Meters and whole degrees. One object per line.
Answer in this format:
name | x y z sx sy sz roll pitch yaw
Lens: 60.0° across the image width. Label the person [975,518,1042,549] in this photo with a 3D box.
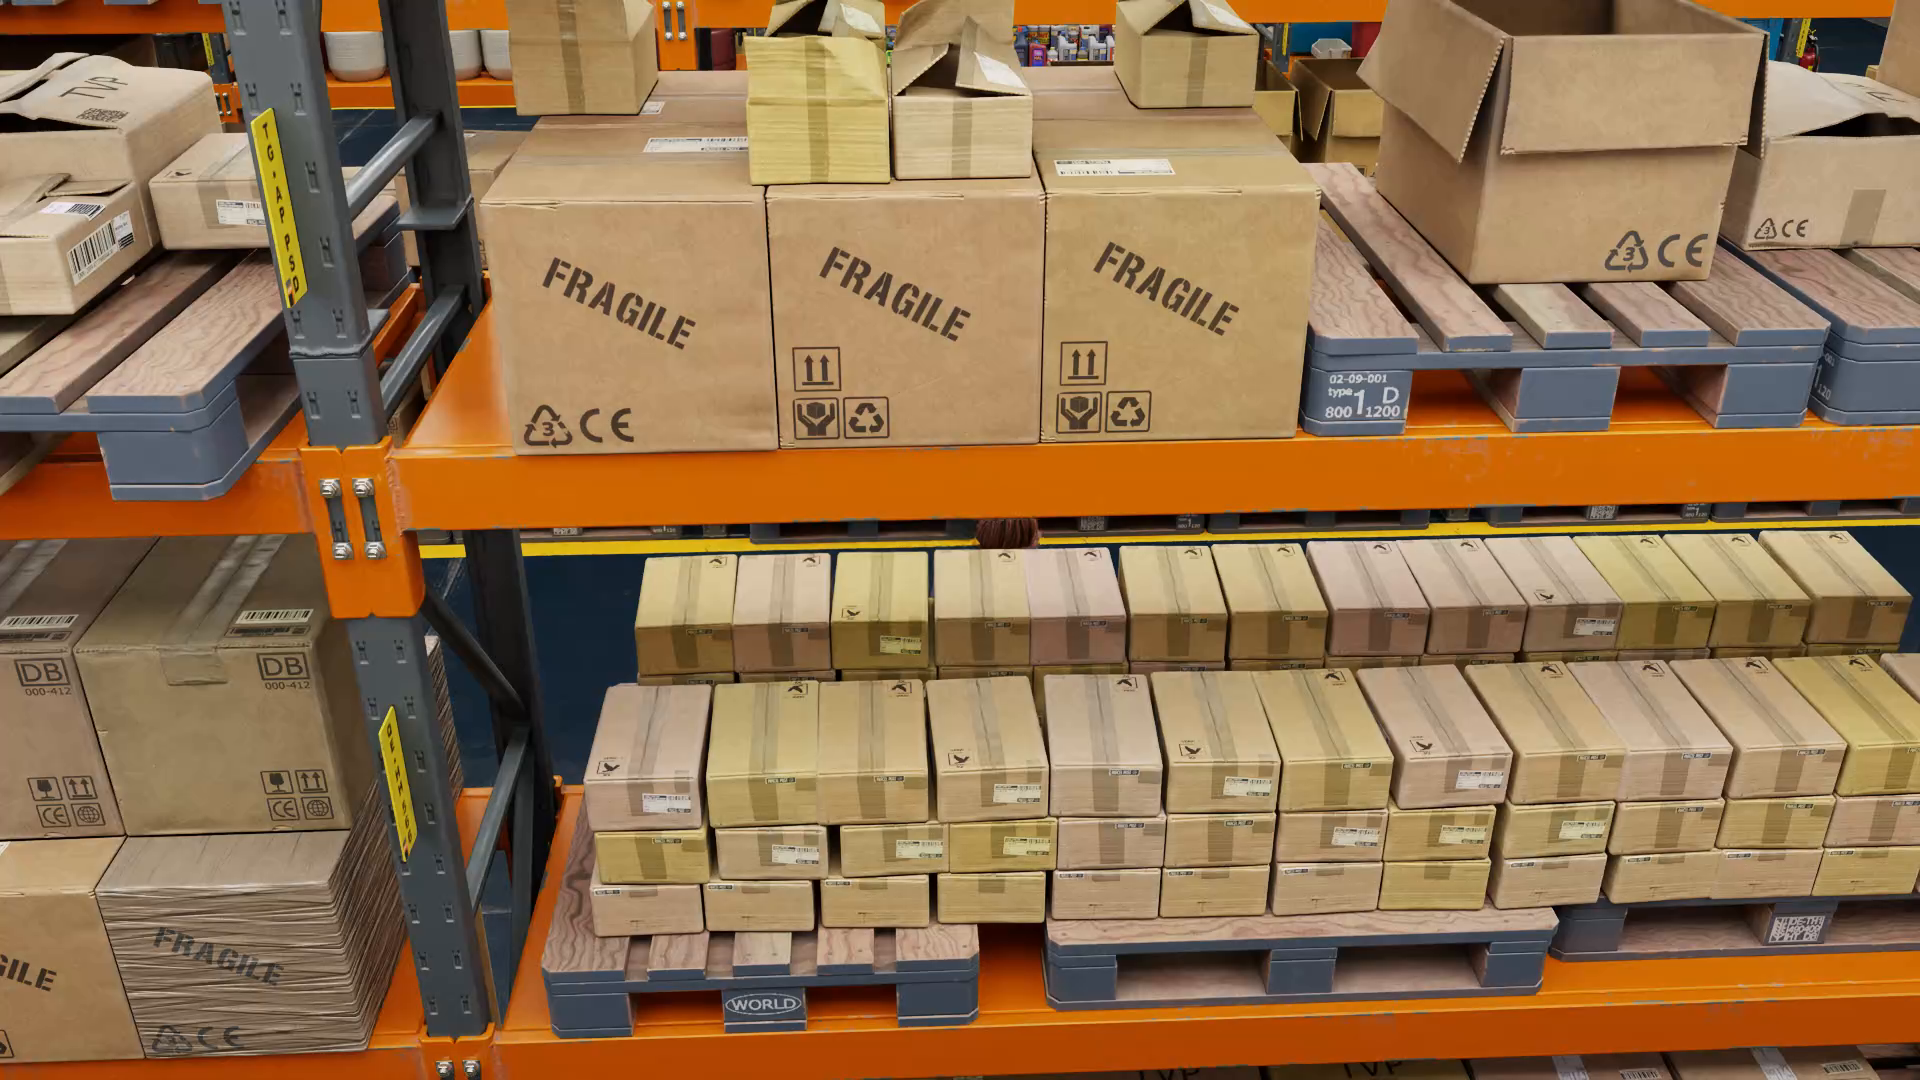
person | 0.075 0.533 6.107 0.834 1.559 0.428 0 28 -1
